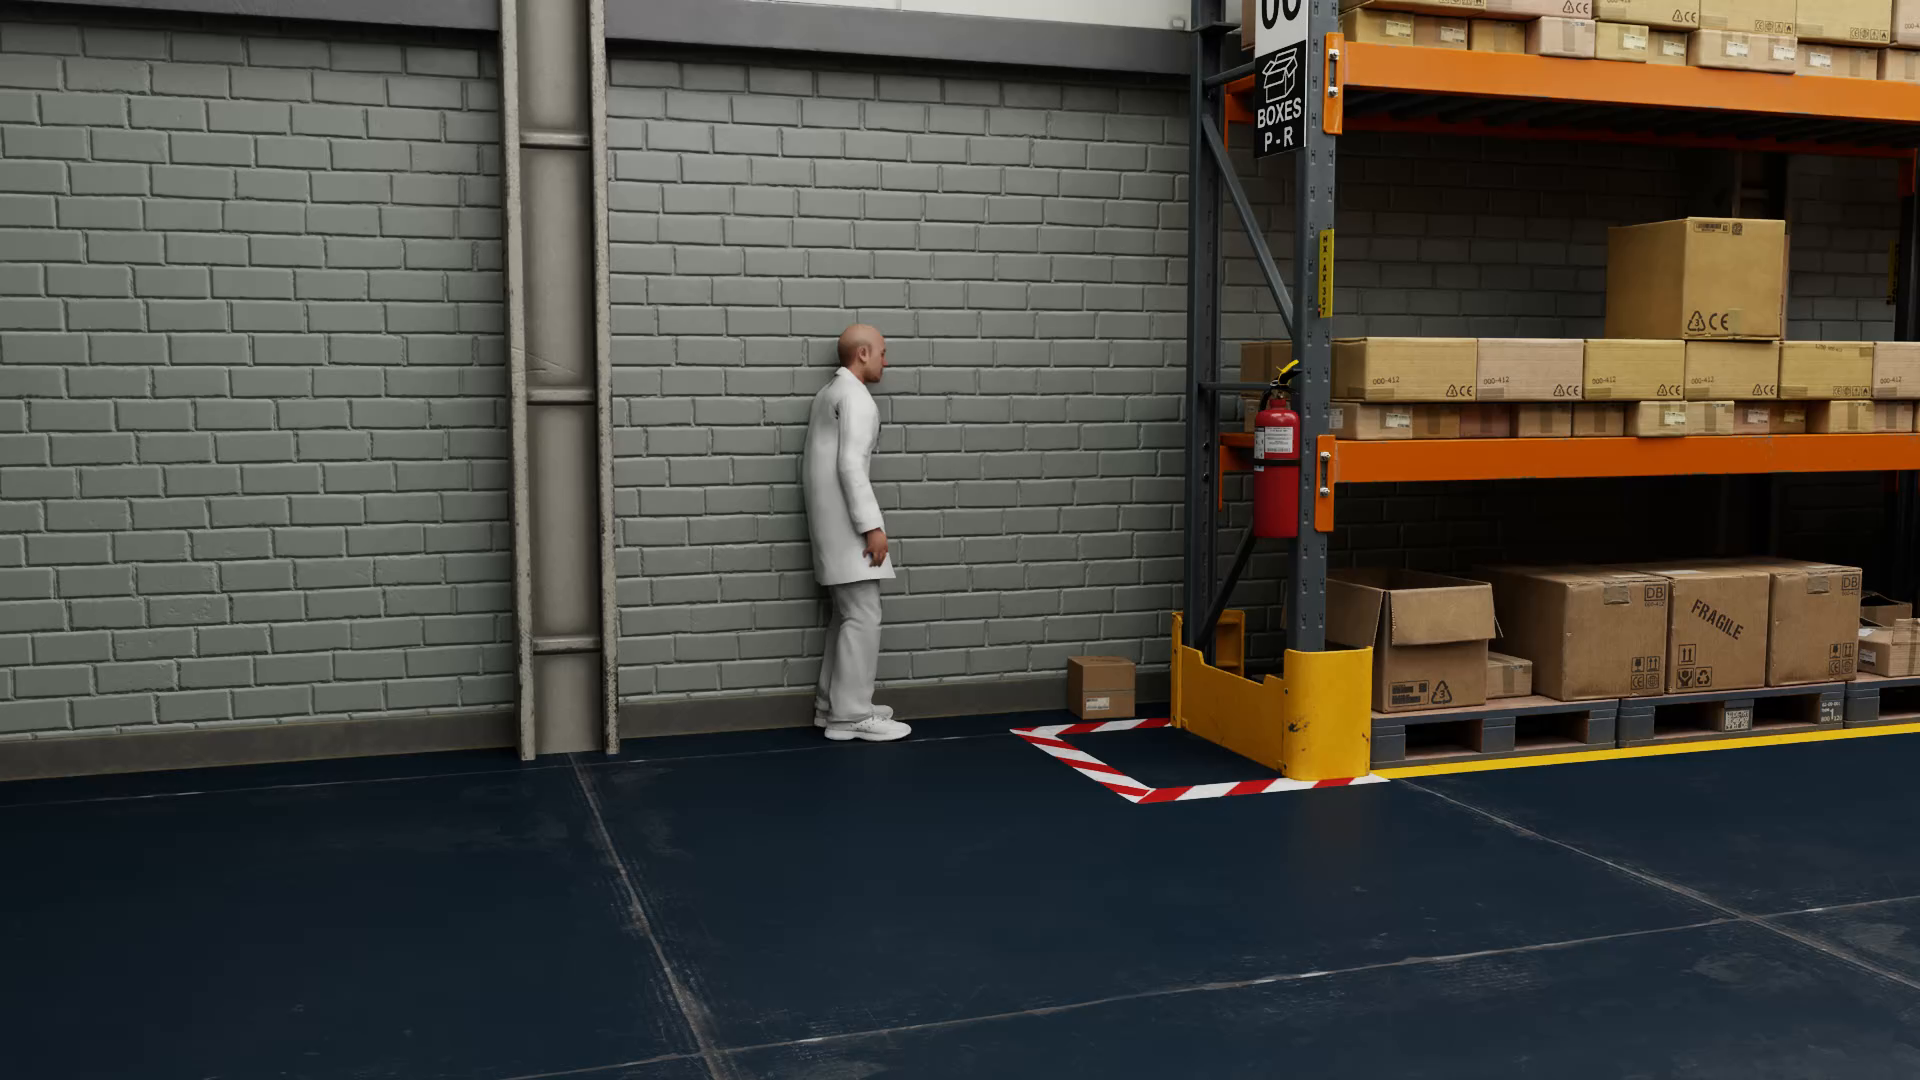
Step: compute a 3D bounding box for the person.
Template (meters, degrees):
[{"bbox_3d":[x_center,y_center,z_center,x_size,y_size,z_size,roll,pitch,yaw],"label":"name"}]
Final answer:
[{"bbox_3d":[-0.470,-0.047,7.242,0.416,1.774,0.656,-1,6,-14],"label":"person"}]
